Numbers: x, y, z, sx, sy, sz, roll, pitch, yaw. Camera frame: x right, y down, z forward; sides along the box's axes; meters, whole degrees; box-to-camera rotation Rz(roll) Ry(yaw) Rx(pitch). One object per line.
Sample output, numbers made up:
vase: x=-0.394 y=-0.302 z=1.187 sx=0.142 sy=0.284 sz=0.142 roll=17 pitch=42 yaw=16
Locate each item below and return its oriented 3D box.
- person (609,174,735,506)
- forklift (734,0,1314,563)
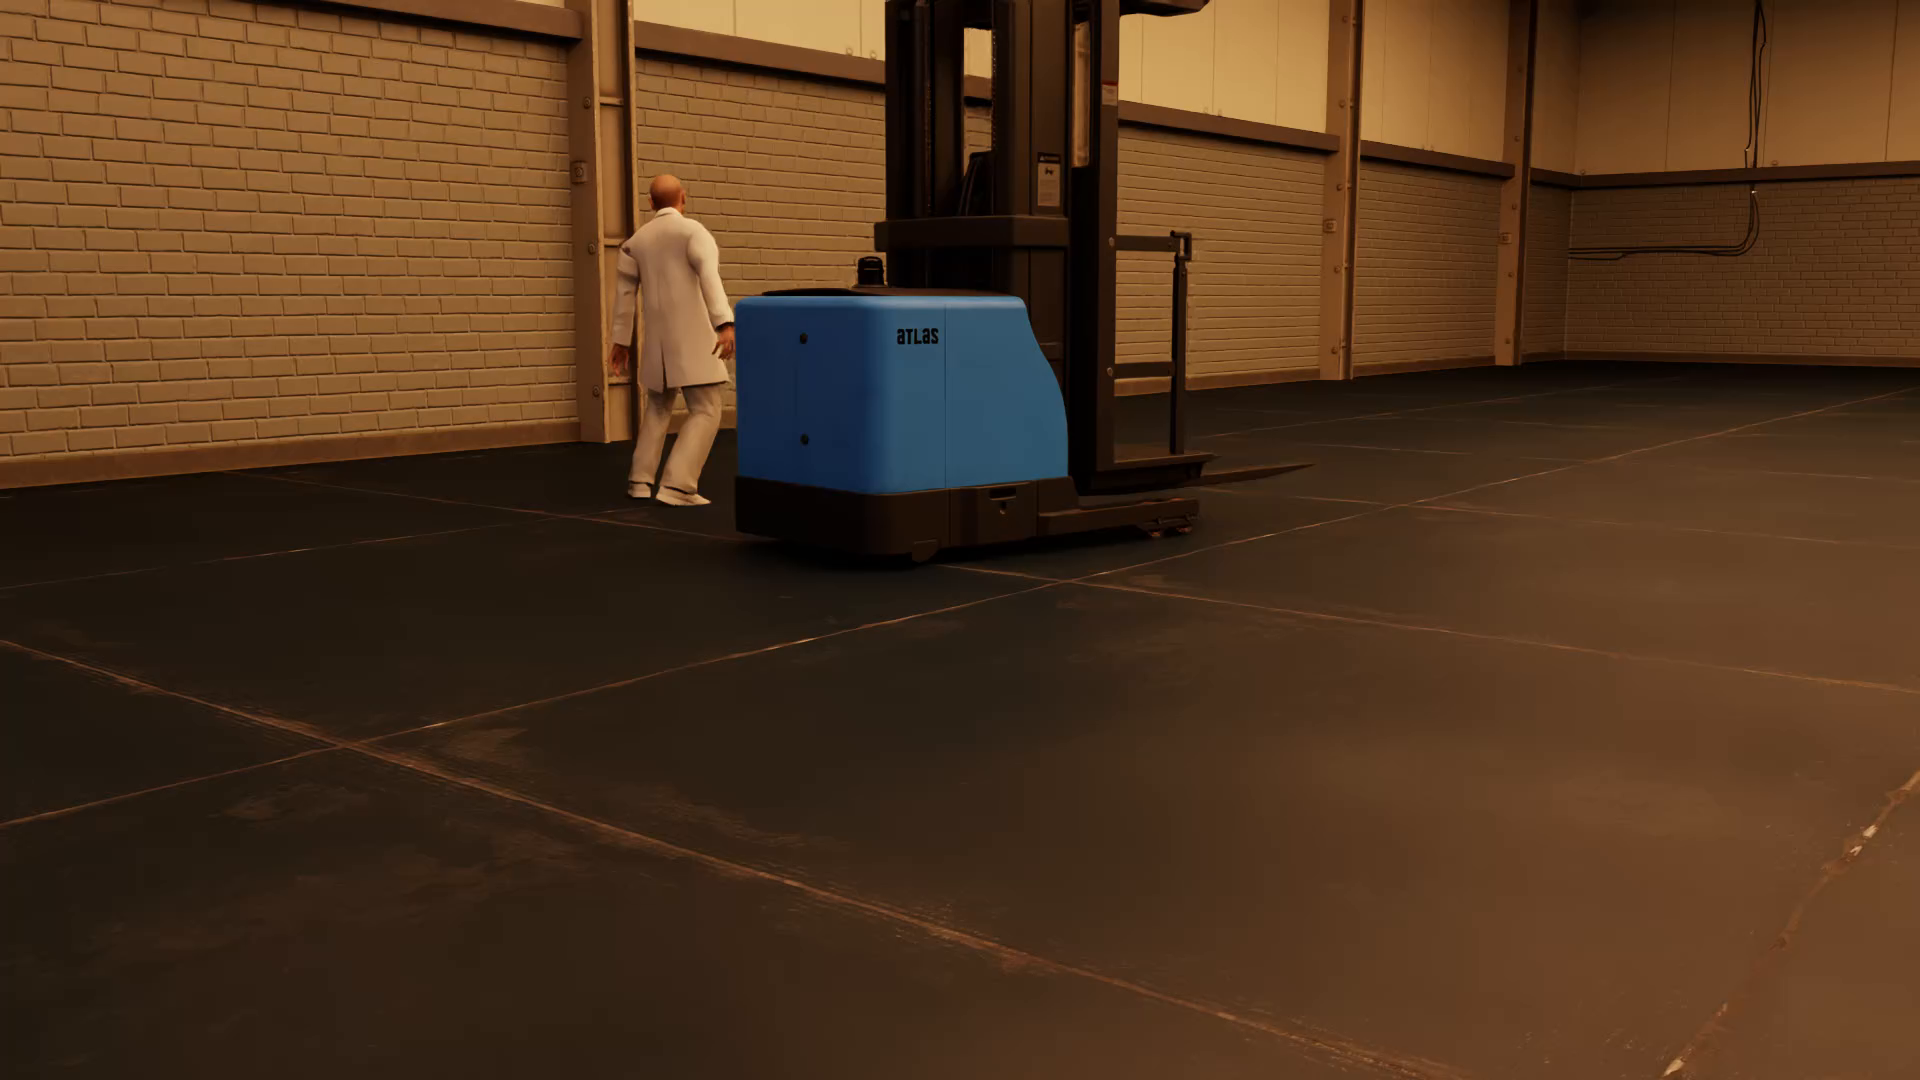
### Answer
person: x=-1.498 y=-1.029 z=8.712 sx=0.919 sy=1.760 sz=0.551 roll=6 pitch=10 yaw=35
forklift: x=0.464 y=-1.513 z=7.622 sx=3.031 sy=2.935 sz=1.130 roll=-7 pitch=11 yaw=-41
